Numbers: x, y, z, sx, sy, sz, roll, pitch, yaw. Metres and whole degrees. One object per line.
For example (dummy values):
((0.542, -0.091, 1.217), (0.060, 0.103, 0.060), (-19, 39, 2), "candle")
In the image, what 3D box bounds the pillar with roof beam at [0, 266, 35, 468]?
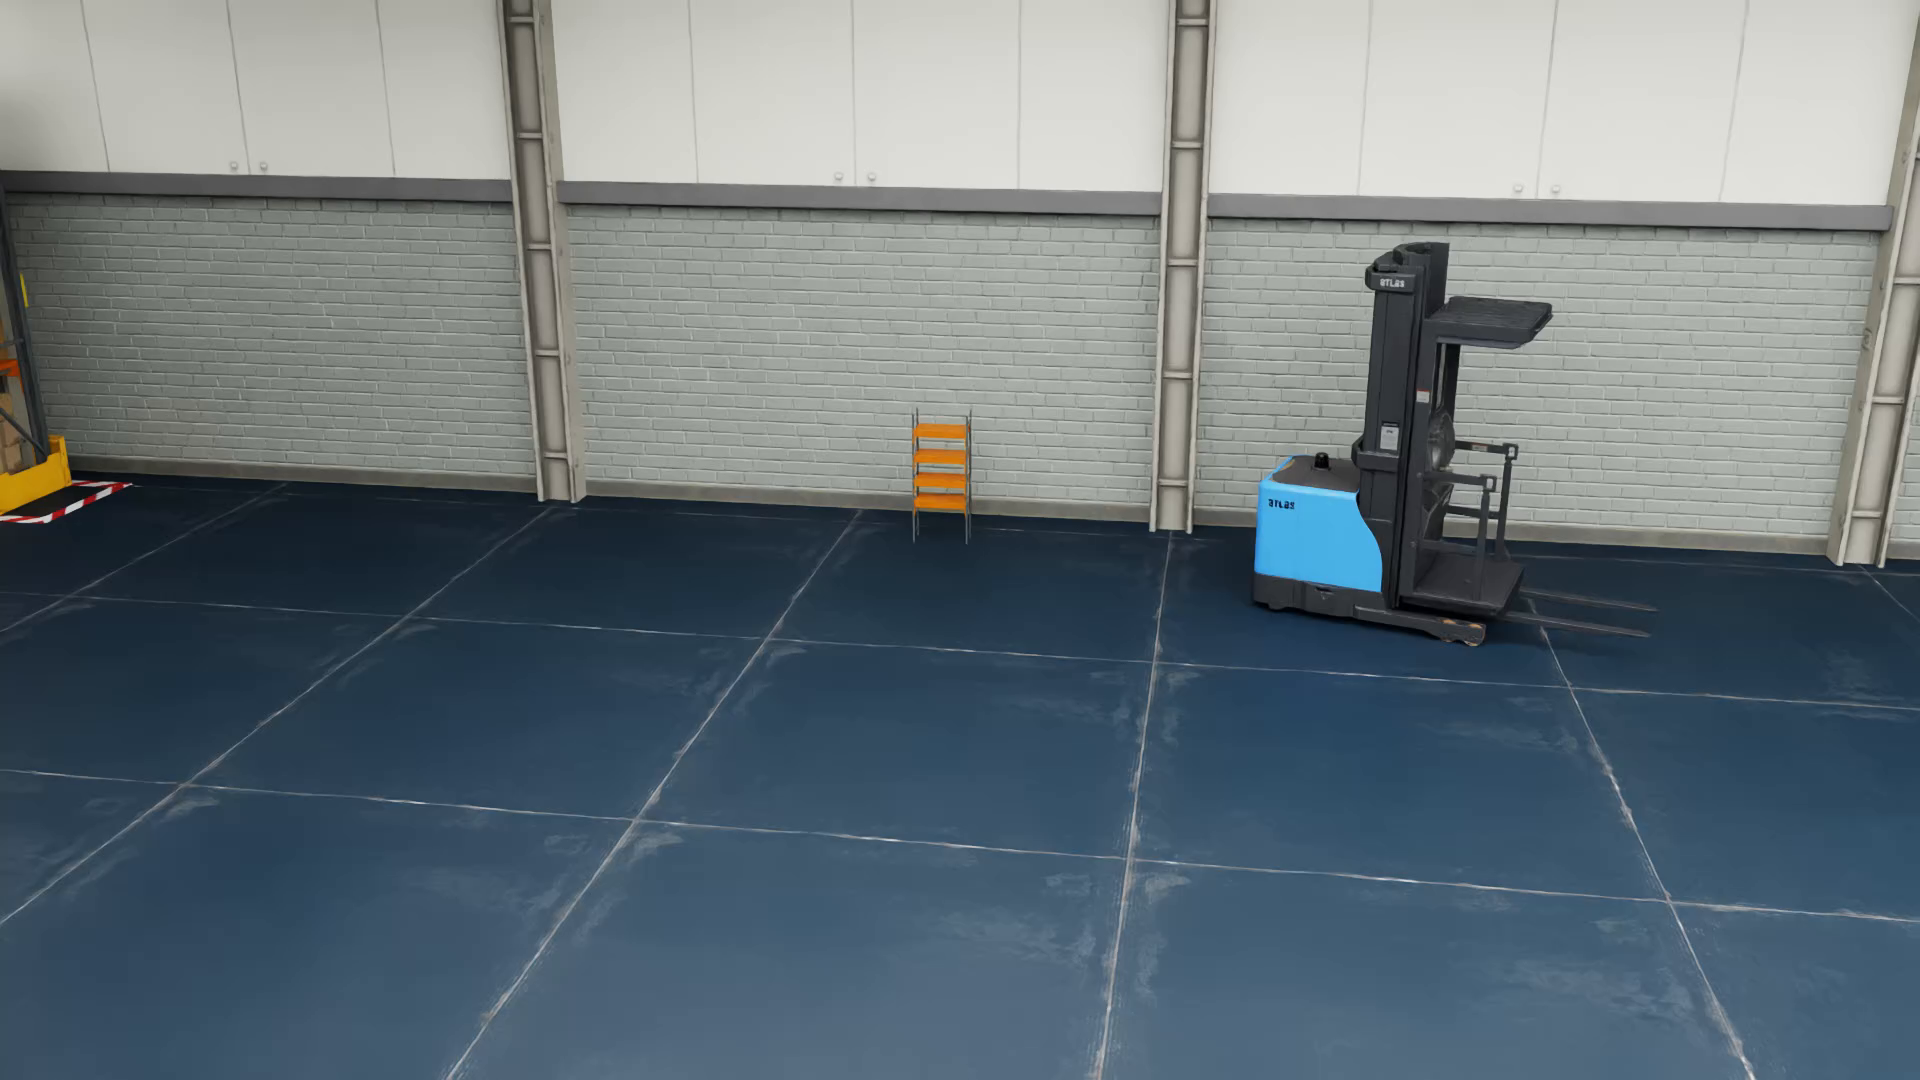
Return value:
((-10.549, -3.641, 11.950), (0.400, 9.000, 9.100), (3, 19, 9), "pillar with roof beam")

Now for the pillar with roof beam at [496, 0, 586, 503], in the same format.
((-4.625, -3.339, 11.048), (0.400, 9.000, 9.100), (3, 19, 9), "pillar with roof beam")

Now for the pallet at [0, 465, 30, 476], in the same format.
((-10.083, -0.531, 16.503), (1.213, 0.211, 1.003), (3, 19, 9), "pallet")

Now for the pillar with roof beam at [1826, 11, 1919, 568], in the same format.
((7.224, -2.735, 9.243), (0.400, 9.000, 9.100), (3, 19, 9), "pillar with roof beam")

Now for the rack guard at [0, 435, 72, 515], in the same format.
((-9.298, -0.641, 16.377), (0.348, 0.500, 1.175), (3, 19, 9), "rack guard")

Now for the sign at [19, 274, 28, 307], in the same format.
((-9.227, -2.449, 16.353), (0.005, 0.325, 0.100), (3, 19, 9), "sign")

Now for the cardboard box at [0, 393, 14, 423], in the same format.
((-9.766, -1.280, 16.445), (0.500, 0.250, 0.500), (3, 19, 8), "cardboard box")

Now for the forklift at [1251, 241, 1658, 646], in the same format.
((3.931, -0.765, 12.918), (3.031, 2.935, 1.130), (9, 21, 25), "forklift")

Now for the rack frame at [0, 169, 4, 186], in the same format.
((-9.321, -4.672, 15.033), (0.127, 3.000, 1.000), (3, 19, 9), "rack frame")

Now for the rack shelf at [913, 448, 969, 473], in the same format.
((-0.163, -0.726, 15.035), (0.480, 0.148, 0.258), (3, 19, 9), "rack shelf")

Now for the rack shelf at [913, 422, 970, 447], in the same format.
((-0.163, -0.950, 14.960), (0.480, 0.148, 0.258), (3, 19, 9), "rack shelf")

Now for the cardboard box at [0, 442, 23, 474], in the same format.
((-9.775, -0.809, 16.611), (0.500, 0.250, 0.500), (3, 19, 9), "cardboard box")

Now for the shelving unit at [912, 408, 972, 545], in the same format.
((-0.163, -0.577, 15.084), (0.503, 1.200, 0.258), (3, 19, 9), "shelving unit")

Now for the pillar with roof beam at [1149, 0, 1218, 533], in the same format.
((1.300, -3.037, 10.145), (0.400, 9.000, 9.100), (3, 19, 9), "pillar with roof beam")

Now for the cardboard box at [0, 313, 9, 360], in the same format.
((-9.766, -1.987, 16.303), (0.500, 0.500, 0.500), (4, 19, 10), "cardboard box")

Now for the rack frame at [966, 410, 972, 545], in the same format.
((0.077, -0.565, 15.048), (0.015, 1.200, 0.240), (3, 19, 9), "rack frame")

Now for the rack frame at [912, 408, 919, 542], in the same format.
((-0.404, -0.590, 15.121), (0.015, 1.200, 0.240), (3, 19, 9), "rack frame")

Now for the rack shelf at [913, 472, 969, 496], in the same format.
((-0.163, -0.514, 15.106), (0.480, 0.148, 0.258), (3, 19, 9), "rack shelf")

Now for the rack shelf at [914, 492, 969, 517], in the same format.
((-0.163, -0.325, 15.169), (0.480, 0.148, 0.258), (3, 19, 9), "rack shelf")

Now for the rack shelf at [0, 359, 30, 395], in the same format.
((-11.296, -1.587, 16.399), (4.000, 0.370, 1.077), (3, 19, 9), "rack shelf")

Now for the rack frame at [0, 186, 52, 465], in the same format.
((-9.321, -1.827, 15.984), (0.127, 3.000, 1.000), (3, 19, 9), "rack frame")

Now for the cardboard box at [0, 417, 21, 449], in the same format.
((-9.753, -1.048, 16.540), (0.500, 0.250, 0.500), (3, 19, 10), "cardboard box")
